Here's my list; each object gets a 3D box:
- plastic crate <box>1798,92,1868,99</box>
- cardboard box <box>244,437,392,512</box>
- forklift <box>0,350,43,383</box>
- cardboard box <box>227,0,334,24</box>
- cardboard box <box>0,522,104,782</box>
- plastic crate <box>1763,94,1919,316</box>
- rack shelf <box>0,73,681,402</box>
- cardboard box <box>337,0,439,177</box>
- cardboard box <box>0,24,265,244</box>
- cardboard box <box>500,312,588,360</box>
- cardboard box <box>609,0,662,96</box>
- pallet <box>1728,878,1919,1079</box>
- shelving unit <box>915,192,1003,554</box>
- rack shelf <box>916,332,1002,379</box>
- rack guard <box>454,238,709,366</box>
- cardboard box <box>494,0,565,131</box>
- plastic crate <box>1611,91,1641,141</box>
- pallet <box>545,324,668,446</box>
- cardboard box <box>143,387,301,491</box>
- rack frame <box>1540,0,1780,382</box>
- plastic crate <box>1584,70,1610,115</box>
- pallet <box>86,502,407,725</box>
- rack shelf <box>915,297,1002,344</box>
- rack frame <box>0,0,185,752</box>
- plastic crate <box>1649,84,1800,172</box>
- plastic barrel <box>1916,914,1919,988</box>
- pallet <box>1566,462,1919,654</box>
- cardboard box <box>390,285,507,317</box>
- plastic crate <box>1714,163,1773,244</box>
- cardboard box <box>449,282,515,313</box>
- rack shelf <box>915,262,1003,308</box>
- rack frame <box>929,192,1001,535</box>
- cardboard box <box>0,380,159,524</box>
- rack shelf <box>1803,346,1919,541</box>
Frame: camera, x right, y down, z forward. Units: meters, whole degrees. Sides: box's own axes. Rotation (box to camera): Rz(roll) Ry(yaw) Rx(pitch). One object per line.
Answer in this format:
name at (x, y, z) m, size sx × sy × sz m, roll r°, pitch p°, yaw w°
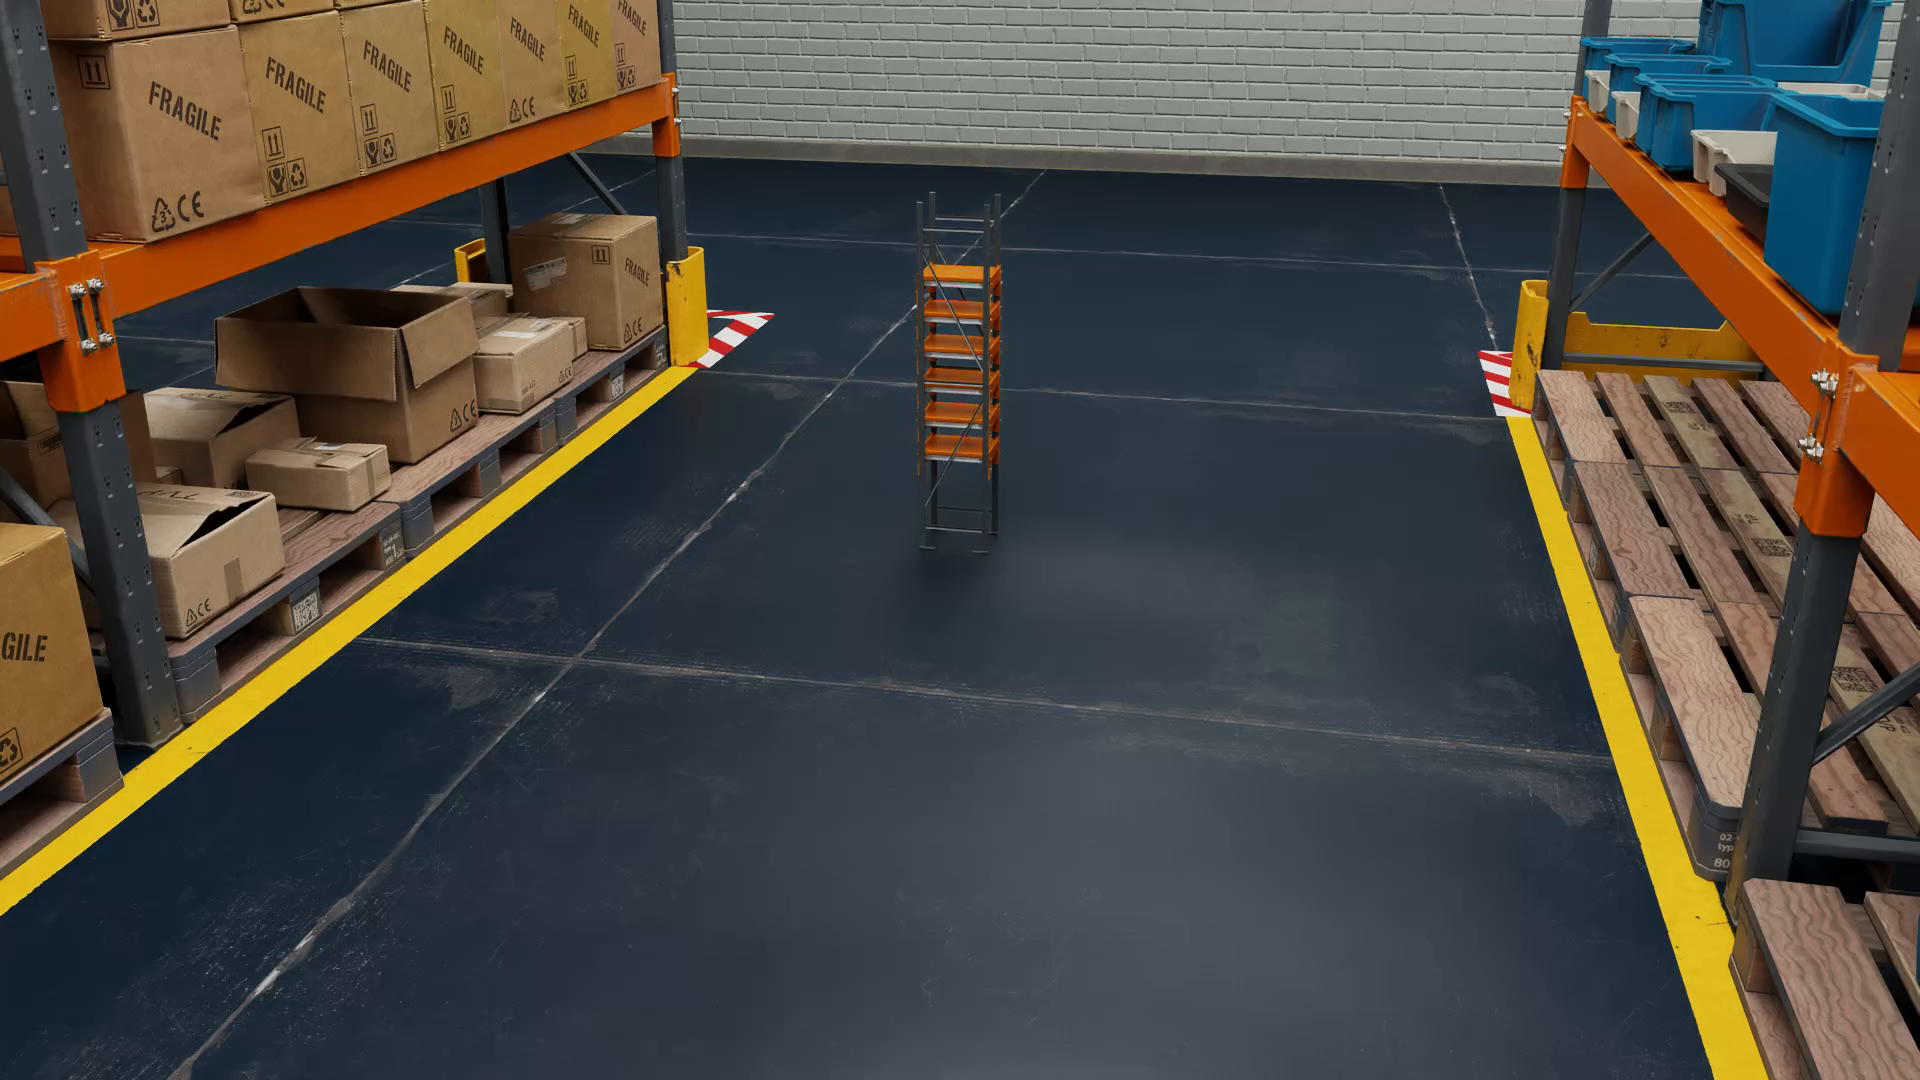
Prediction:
plastic crate at (2.975, -1.458, 5.731) m, size 0.396 × 0.136 × 0.243 m, roll 4°, pitch 22°, yaw 11°
cardboard box at (-2.163, -0.229, 5.611) m, size 0.380 × 0.166 × 0.250 m, roll 4°, pitch 22°, yaw 11°
forklift at (-4.662, -1.577, 5.846) m, size 1.130 × 2.935 × 3.031 m, roll 5°, pitch 22°, yaw 12°
cardboard box at (-2.151, -1.735, 4.674) m, size 0.500 × 0.500 × 0.500 m, roll 4°, pitch 22°, yaw 9°
cardboard box at (-2.447, 0.273, 3.919) m, size 0.500 × 0.500 × 0.500 m, roll 4°, pitch 22°, yaw 11°
plastic crate at (1.983, -0.723, 3.576) m, size 0.392 × 0.384 × 0.575 m, roll 4°, pitch 22°, yaw 11°
rack shelf at (-2.219, -1.283, 5.987) m, size 1.077 × 0.370 × 4.000 m, roll 4°, pitch 22°, yaw 11°
cardboard box at (-2.051, -1.468, 5.348) m, size 0.500 × 0.500 × 0.500 m, roll 4°, pitch 22°, yaw 11°
cardboard box at (-2.256, -1.097, 4.429) m, size 0.500 × 0.500 × 0.500 m, roll 5°, pitch 22°, yaw 12°
cardboard box at (-1.852, -0.879, 7.225) m, size 0.380 × 0.166 × 0.250 m, roll 4°, pitch 22°, yaw 11°
cardboard box at (-1.636, -2.210, 7.192) m, size 0.500 × 0.500 × 0.500 m, roll 5°, pitch 23°, yaw 13°
pallet at (2.023, 1.066, 2.924) m, size 1.003 × 0.211 × 1.213 m, roll 4°, pitch 22°, yaw 11°
shelving unit at (-0.003, -0.551, 5.616) m, size 0.258 × 1.200 × 0.189 m, roll 4°, pitch 22°, yaw 11°
rack shelf at (-0.003, -0.621, 5.588) m, size 0.258 × 0.103 × 0.180 m, roll 4°, pitch 22°, yaw 11°
rack guard at (-1.827, -1.161, 8.067) m, size 1.175 × 0.500 × 0.348 m, roll 4°, pitch 22°, yaw 11°
cardboard box at (-1.846, -1.838, 6.268) m, size 0.500 × 0.500 × 0.500 m, roll 5°, pitch 22°, yaw 11°
plastic crate at (2.380, -1.450, 5.712) m, size 0.250 × 0.136 × 0.298 m, roll 4°, pitch 22°, yaw 11°
pallet at (-1.988, -0.735, 7.397) m, size 1.003 × 0.211 × 1.213 m, roll 4°, pitch 22°, yaw 11°
cardboard box at (-2.636, -0.346, 5.709) m, size 0.500 × 0.311 × 0.500 m, roll 4°, pitch 22°, yaw 11°
rack frame at (3.037, -1.969, 6.728) m, size 1.000 × 3.000 × 0.127 m, roll 4°, pitch 22°, yaw 11°
plastic crate at (2.518, -1.698, 6.328) m, size 0.250 × 0.136 × 0.298 m, roll 4°, pitch 22°, yaw 11°
pallet at (-2.486, 0.157, 5.181) m, size 1.003 × 0.211 × 1.213 m, roll 4°, pitch 22°, yaw 11°
rack shelf at (-0.003, -0.733, 5.543) m, size 0.258 × 0.103 × 0.180 m, roll 4°, pitch 22°, yaw 11°
rack frame at (-2.627, -0.885, 4.036) m, size 1.000 × 3.000 × 0.127 m, roll 4°, pitch 22°, yaw 11°
plastic crate at (2.335, -1.263, 5.118) m, size 0.416 × 0.233 × 0.300 m, roll 4°, pitch 22°, yaw 11°
plastic barrel at (2.093, 0.470, 2.918) m, size 0.600 × 0.901 × 0.708 m, roll 4°, pitch 22°, yaw 11°
pallet at (2.580, 0.068, 5.403) m, size 1.003 × 0.211 × 1.213 m, roll 4°, pitch 22°, yaw 11°
cardboard box at (-2.302, -0.917, 7.206) m, size 0.500 × 0.250 × 0.500 m, roll 4°, pitch 22°, yaw 11°
plastic crate at (2.187, -0.836, 4.203) m, size 0.437 × 0.125 × 0.590 m, roll 4°, pitch 22°, yaw 11°
cardboard box at (-2.233, -1.103, 7.804) m, size 0.380 × 0.149 × 0.250 m, roll 4°, pitch 22°, yaw 11°
rack shelf at (-0.003, -0.844, 5.498) m, size 0.258 × 0.103 × 0.180 m, roll 4°, pitch 22°, yaw 11°
rack frame at (0.016, -0.585, 5.699) m, size 0.240 × 1.200 × 0.006 m, roll 4°, pitch 22°, yaw 11°
cardboard box at (-2.789, -0.160, 4.992) m, size 0.500 × 0.500 × 0.500 m, roll 4°, pitch 22°, yaw 11°
rack shelf at (1.813, 0.559, 1.414) m, size 1.077 × 0.370 × 4.000 m, roll 4°, pitch 22°, yaw 11°
